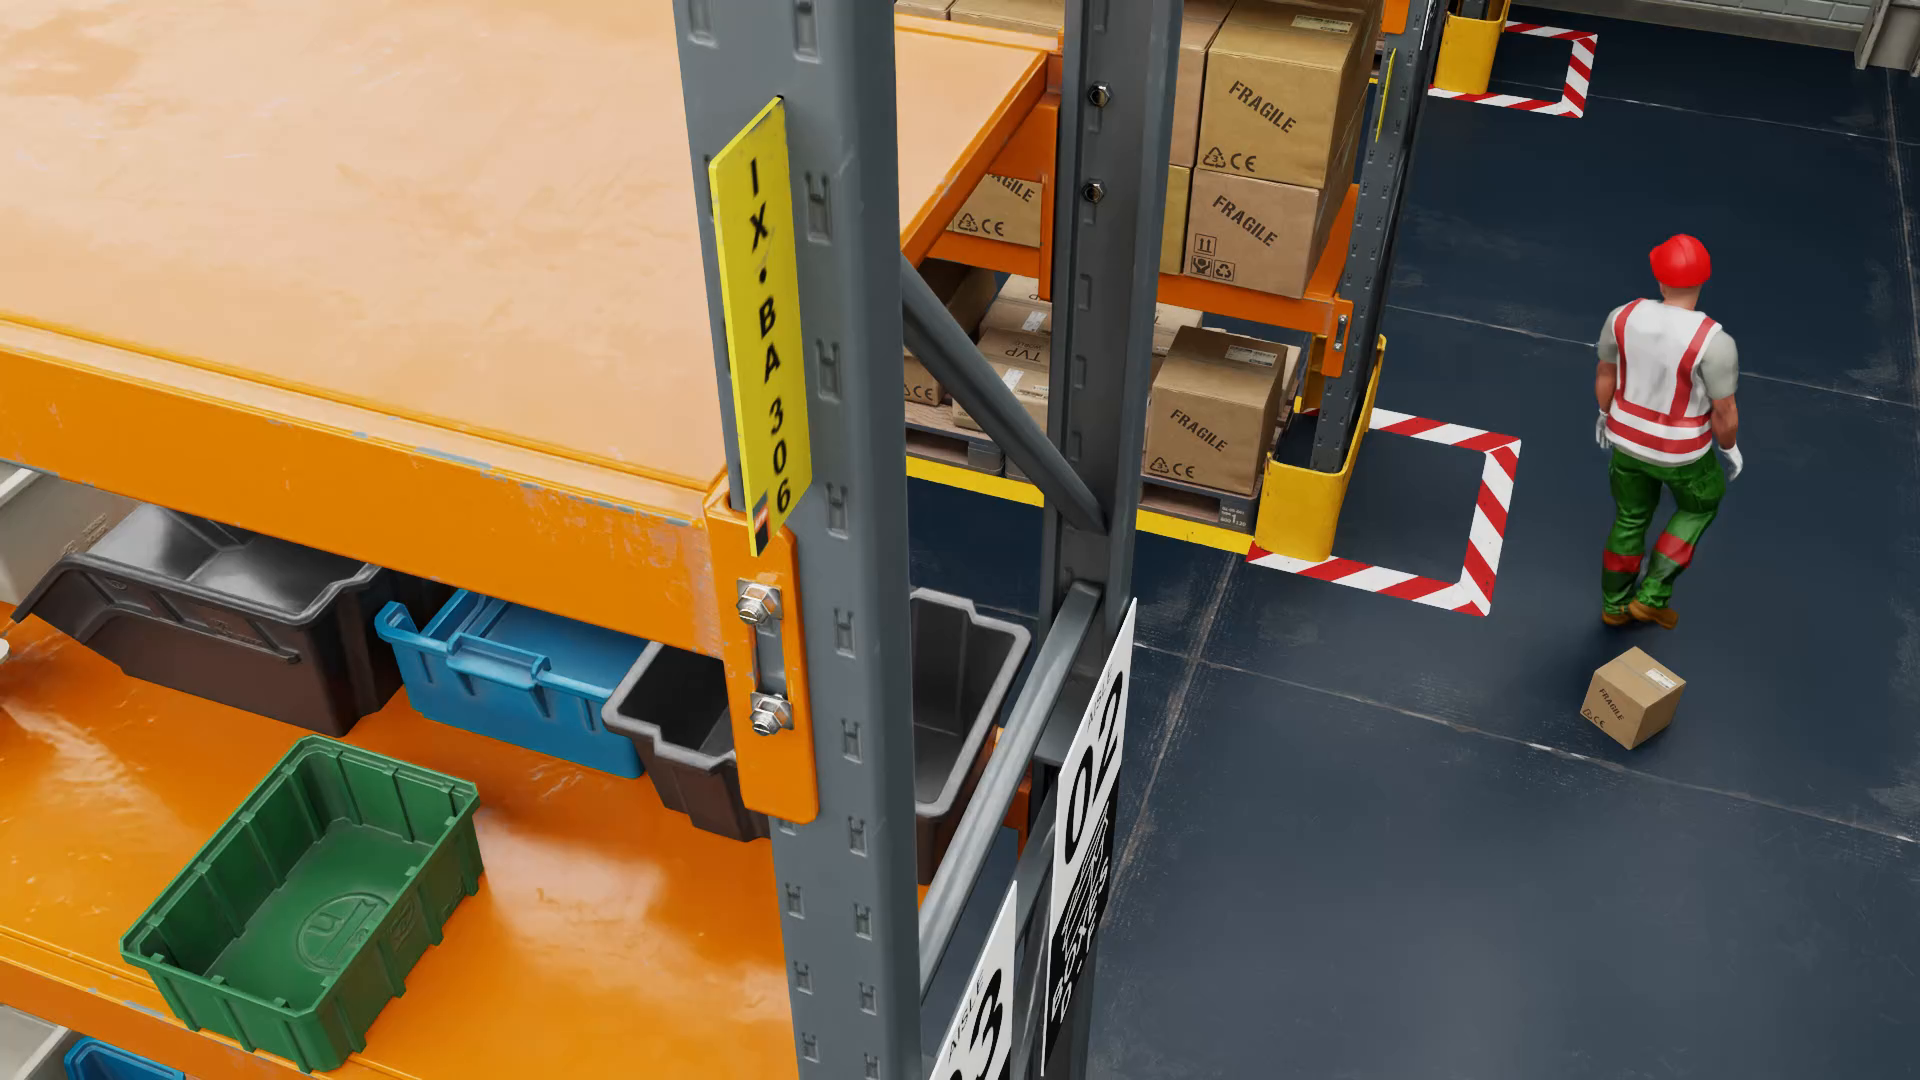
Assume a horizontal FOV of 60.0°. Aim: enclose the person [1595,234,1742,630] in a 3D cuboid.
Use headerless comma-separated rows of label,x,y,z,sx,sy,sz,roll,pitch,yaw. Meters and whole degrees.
person,2.825,-0.404,6.681,0.438,1.774,0.658,-28,48,-28
